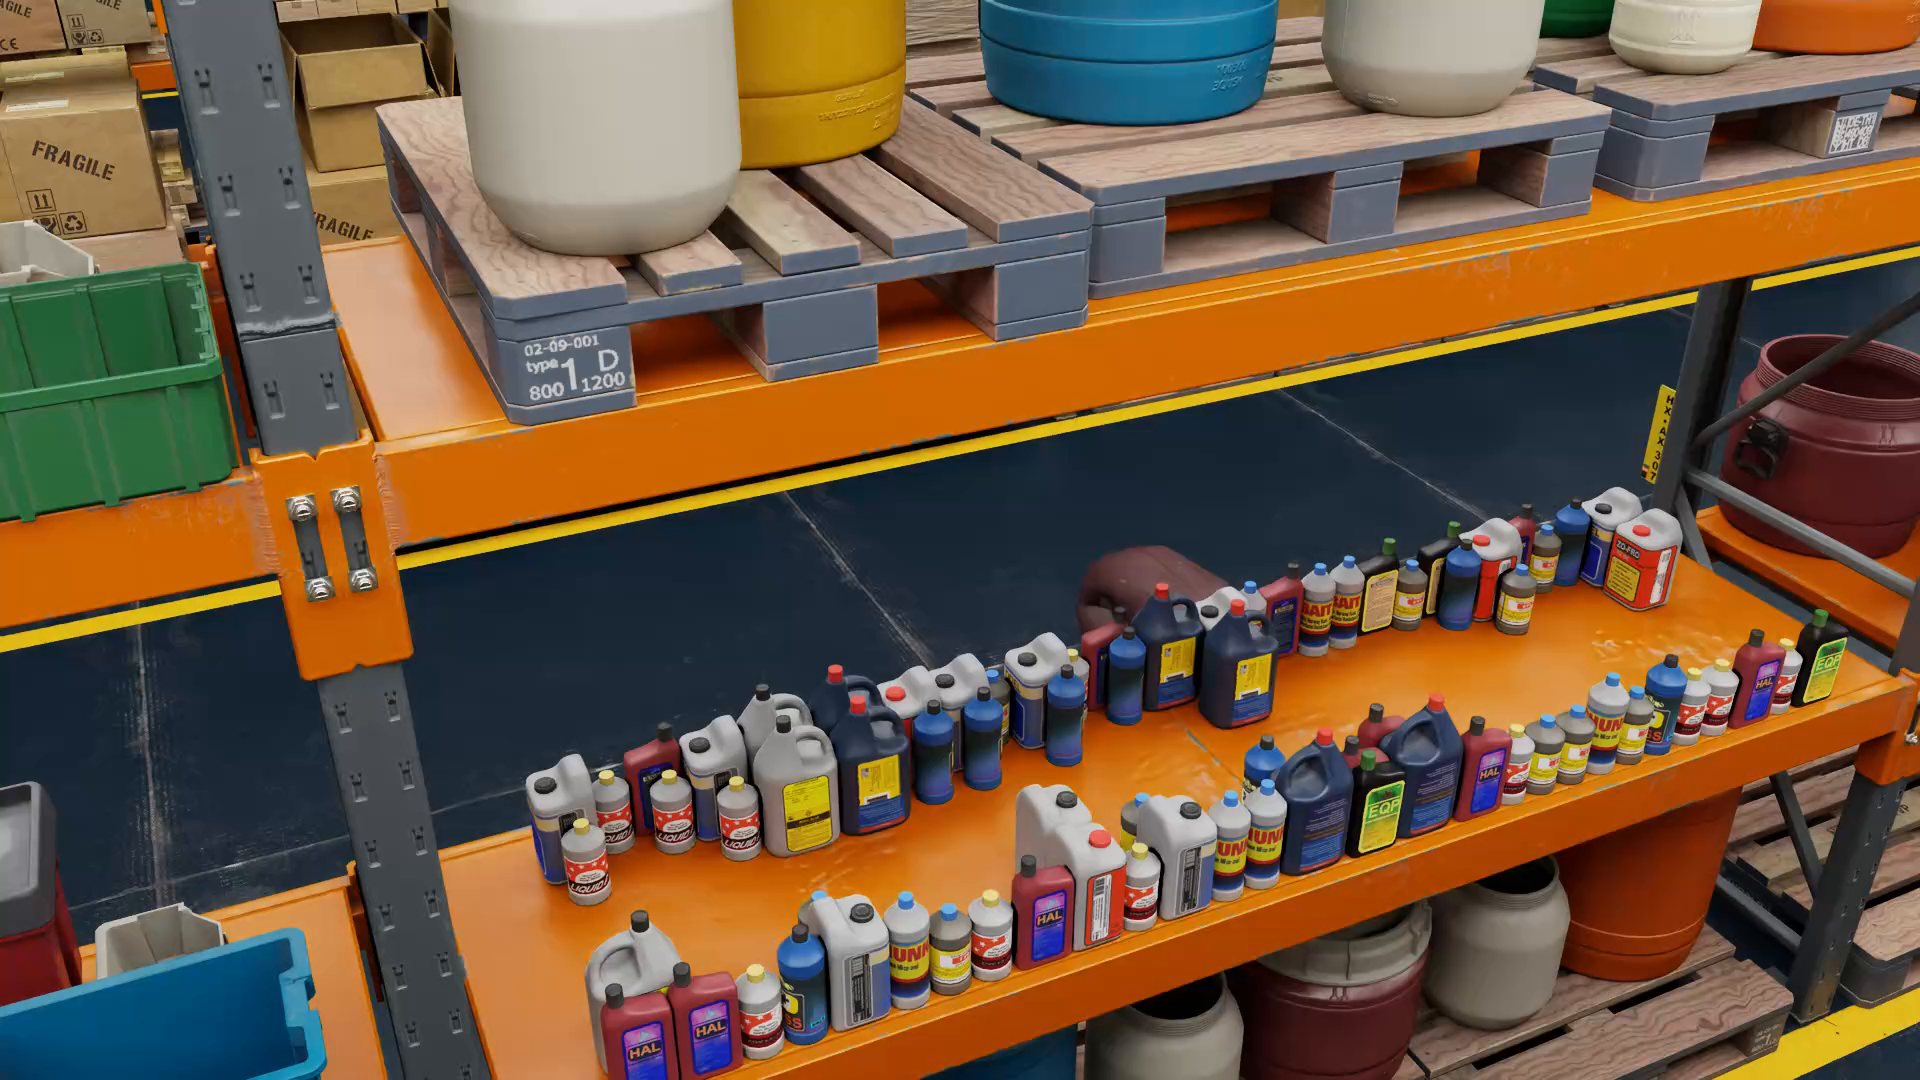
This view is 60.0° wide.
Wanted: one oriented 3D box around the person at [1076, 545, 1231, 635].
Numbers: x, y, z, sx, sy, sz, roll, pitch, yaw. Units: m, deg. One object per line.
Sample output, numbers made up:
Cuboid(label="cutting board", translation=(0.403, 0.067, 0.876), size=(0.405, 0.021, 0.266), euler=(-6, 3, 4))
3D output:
Cuboid(label="person", translation=(0.803, 0.499, 6.240), size=(0.584, 0.848, 0.960), euler=(-14, 32, -23))
